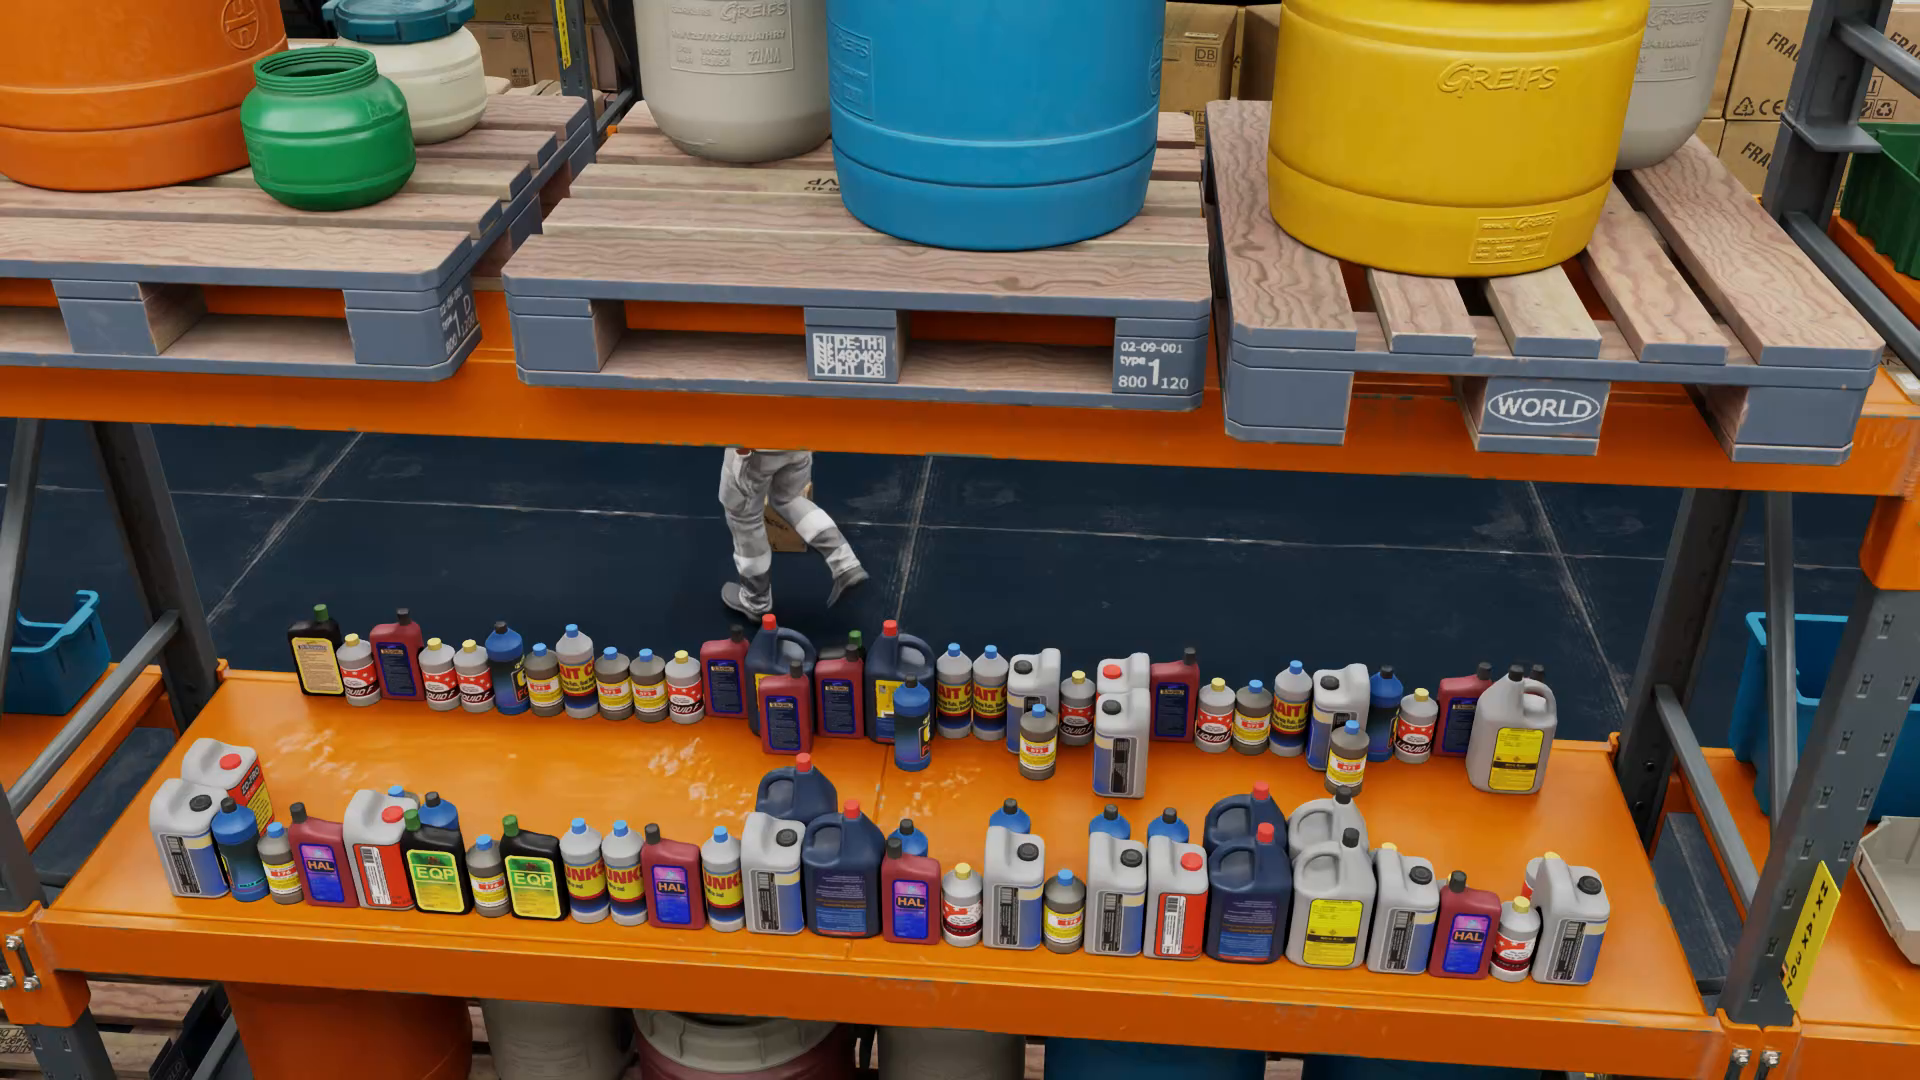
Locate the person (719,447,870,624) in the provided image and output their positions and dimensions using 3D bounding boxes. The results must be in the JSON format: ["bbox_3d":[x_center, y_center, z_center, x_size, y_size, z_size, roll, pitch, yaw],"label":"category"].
[{"bbox_3d":[-0.720,-0.419,6.778,0.709,1.773,0.541,24,39,33],"label":"person"}]
